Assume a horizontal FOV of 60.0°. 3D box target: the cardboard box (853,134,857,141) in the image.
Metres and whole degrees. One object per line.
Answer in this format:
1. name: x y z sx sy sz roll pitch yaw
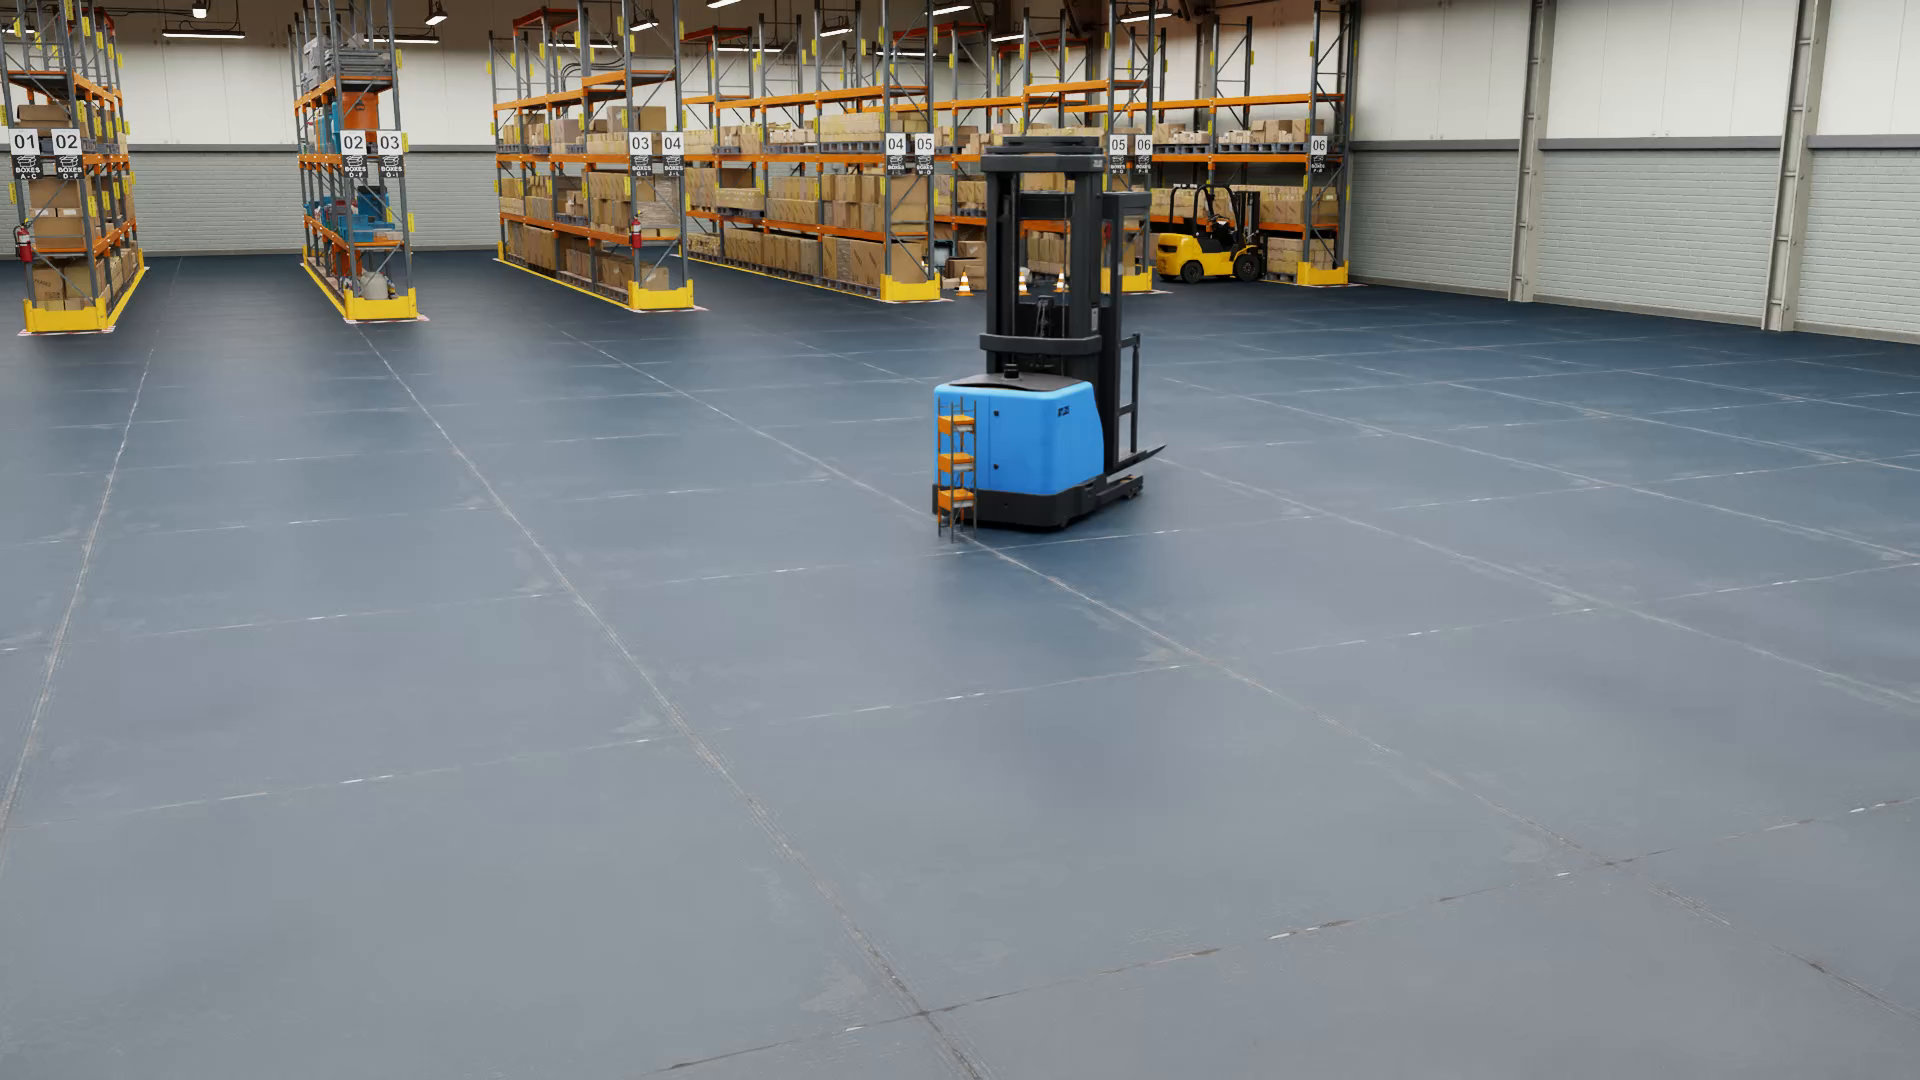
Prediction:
1. cardboard box: -1.946 -8.137 33.626 0.380 0.149 0.250 -6 14 -23

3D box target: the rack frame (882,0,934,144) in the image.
1. rack frame: -0.993 -9.167 32.019 1.000 3.000 0.127 -6 14 -23

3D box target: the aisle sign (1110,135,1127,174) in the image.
1. aisle sign: 3.261 -7.939 34.256 0.394 0.787 0.004 -6 14 -23

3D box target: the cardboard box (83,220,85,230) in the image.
1. cardboard box: -15.047 -5.177 27.864 0.700 0.500 0.500 -5 14 -22

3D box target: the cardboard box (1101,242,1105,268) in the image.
1. cardboard box: 2.942 -6.084 35.509 0.500 0.500 0.500 -6 14 -23

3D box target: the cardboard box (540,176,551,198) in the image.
1. cardboard box: -9.594 -8.432 39.705 0.797 0.503 0.637 -5 14 -21

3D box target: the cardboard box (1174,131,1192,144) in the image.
1. cardboard box: 5.625 -9.945 41.078 0.500 0.311 0.500 -6 14 -25

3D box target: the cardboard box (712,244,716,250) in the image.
1. cardboard box: -6.337 -7.775 44.042 0.380 0.149 0.250 -6 14 -26

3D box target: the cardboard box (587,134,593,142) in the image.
1. cardboard box: -7.333 -8.131 33.644 0.380 0.149 0.250 -6 14 -25

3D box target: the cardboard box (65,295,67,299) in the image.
1. cardboard box: -15.354 -3.974 28.055 0.500 0.250 0.500 -6 14 -23

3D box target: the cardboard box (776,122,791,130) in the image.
1. cardboard box: -4.314 -9.995 40.330 0.396 0.266 0.258 -6 14 -23

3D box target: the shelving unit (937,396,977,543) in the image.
1. shelving unit: -0.021 -0.523 12.299 0.215 1.050 0.252 -6 14 -23

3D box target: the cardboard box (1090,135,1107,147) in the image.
1. cardboard box: 3.050 -8.326 34.714 0.500 0.250 0.500 -6 14 -24

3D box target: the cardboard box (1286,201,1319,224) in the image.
1. cardboard box: 7.611 -7.288 36.983 0.500 0.500 0.500 -6 14 -24

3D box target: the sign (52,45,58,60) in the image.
1. sign: -19.968 -10.773 36.713 0.100 0.325 0.005 -6 14 -23

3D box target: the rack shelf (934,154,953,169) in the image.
1. rack shelf: -0.504 -9.889 43.387 1.077 0.370 4.000 -6 14 -23

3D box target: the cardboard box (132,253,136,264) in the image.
1. cardboard box: -20.269 -6.814 40.281 0.500 0.250 0.500 -6 14 -23

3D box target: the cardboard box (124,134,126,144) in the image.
1. cardboard box: -20.627 -9.777 40.533 0.500 0.250 0.500 -6 14 -23

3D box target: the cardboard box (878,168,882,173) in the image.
1. cardboard box: -2.068 -10.294 46.315 0.380 0.149 0.250 -6 14 -23

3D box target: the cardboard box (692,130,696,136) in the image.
1. cardboard box: -7.039 -11.014 44.993 0.380 0.149 0.250 -5 14 -21

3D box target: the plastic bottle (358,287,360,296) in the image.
1. plastic bottle: -11.279 -4.659 31.076 0.097 0.201 0.097 0 13 0

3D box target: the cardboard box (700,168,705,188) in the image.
1. cardboard box: -6.640 -9.690 44.486 0.500 0.500 0.500 -5 14 -21

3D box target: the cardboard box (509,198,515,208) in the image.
1. cardboard box: -11.417 -8.752 43.207 0.500 0.250 0.500 -6 14 -24

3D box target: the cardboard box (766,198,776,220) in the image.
1. cardboard box: -4.265 -7.828 39.319 0.500 0.500 0.500 -5 14 -22

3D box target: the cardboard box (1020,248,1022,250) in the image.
1. cardboard box: 1.116 -6.862 40.265 0.950 0.372 0.625 -5 14 -21

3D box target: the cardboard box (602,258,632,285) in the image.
1. cardboard box: -7.057 -5.544 34.282 0.500 0.500 0.500 -6 14 -25

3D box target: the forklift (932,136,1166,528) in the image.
1. forklift: 0.895 -1.807 13.679 1.130 2.935 3.031 6 15 26

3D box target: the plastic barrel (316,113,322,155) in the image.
1. plastic barrel: -12.929 -8.368 34.270 0.600 0.830 0.708 -6 14 -23

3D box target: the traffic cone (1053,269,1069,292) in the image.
1. traffic cone: 2.148 -5.448 34.884 0.336 0.463 0.334 -6 14 -23

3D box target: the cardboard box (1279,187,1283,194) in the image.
1. cardboard box: 7.423 -7.883 37.460 0.380 0.149 0.250 -6 14 -23

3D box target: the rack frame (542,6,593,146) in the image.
1. rack frame: -8.783 -10.392 37.315 1.000 3.000 0.127 -6 14 -23

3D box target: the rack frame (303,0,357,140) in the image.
1. rack frame: -13.321 -9.945 35.382 1.000 3.000 0.127 -6 14 -23

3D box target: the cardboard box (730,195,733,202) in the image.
1. cardboard box: -5.534 -8.557 41.654 0.380 0.149 0.250 -6 14 -24

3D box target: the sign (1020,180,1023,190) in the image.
1. sign: 1.392 -8.051 37.938 0.100 0.325 0.005 -6 14 -23

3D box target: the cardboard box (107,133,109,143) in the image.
1. cardboard box: -18.480 -8.385 35.075 0.910 0.500 0.500 -6 14 -23

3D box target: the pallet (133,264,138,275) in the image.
1. pallet: -20.230 -6.438 39.718 1.003 0.211 1.213 -6 14 -23

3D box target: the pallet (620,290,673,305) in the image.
1. pallet: -5.902 -4.645 31.971 1.003 0.211 1.213 -6 14 -23

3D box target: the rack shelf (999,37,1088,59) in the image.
1. rack shelf: 2.440 -14.245 48.185 1.077 0.370 4.000 -6 14 -23

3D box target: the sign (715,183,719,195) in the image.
1. sign: -6.294 -9.094 43.091 0.100 0.325 0.005 -6 14 -23

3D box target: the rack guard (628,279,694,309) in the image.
1. rack guard: -5.609 -4.615 31.199 1.175 0.500 0.348 -6 14 -23

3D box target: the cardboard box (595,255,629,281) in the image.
1. cardboard box: -7.407 -5.768 35.209 0.700 0.500 0.500 -7 15 -27

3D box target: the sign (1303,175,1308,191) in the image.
1. sign: 7.546 -7.794 36.301 0.100 0.325 0.005 -6 14 -23

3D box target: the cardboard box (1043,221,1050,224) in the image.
1. cardboard box: 2.082 -7.168 37.245 0.380 0.149 0.250 -5 14 -21

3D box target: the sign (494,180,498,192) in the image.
1. sign: -12.499 -9.534 44.815 0.100 0.325 0.005 -6 14 -23

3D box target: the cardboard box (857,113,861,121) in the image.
1. cardboard box: -1.844 -8.473 33.311 0.380 0.149 0.250 -6 14 -23

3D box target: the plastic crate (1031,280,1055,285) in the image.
1. plastic crate: 1.777 -5.717 36.896 0.402 0.080 0.583 -12 18 -42

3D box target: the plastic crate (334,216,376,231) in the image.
1. plastic crate: -11.626 -6.046 31.978 0.767 0.338 0.504 -6 14 -23

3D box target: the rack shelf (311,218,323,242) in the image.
1. rack shelf: -14.122 -7.085 37.925 1.077 0.370 4.000 -6 14 -23

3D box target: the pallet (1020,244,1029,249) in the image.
1. pallet: 2.475 -8.676 49.388 1.003 0.211 1.213 -6 14 -23

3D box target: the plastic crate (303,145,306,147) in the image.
1. plastic crate: -15.581 -9.388 39.998 0.416 0.233 0.300 -6 14 -23

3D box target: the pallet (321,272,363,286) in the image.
1. pallet: -13.675 -5.823 37.060 1.003 0.211 1.213 -6 14 -23

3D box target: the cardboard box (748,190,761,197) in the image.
1. cardboard box: -4.913 -8.381 40.234 0.380 0.149 0.250 -6 14 -24

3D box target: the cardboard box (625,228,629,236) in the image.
1. cardboard box: -6.129 -5.833 31.478 0.380 0.149 0.250 -6 14 -23
